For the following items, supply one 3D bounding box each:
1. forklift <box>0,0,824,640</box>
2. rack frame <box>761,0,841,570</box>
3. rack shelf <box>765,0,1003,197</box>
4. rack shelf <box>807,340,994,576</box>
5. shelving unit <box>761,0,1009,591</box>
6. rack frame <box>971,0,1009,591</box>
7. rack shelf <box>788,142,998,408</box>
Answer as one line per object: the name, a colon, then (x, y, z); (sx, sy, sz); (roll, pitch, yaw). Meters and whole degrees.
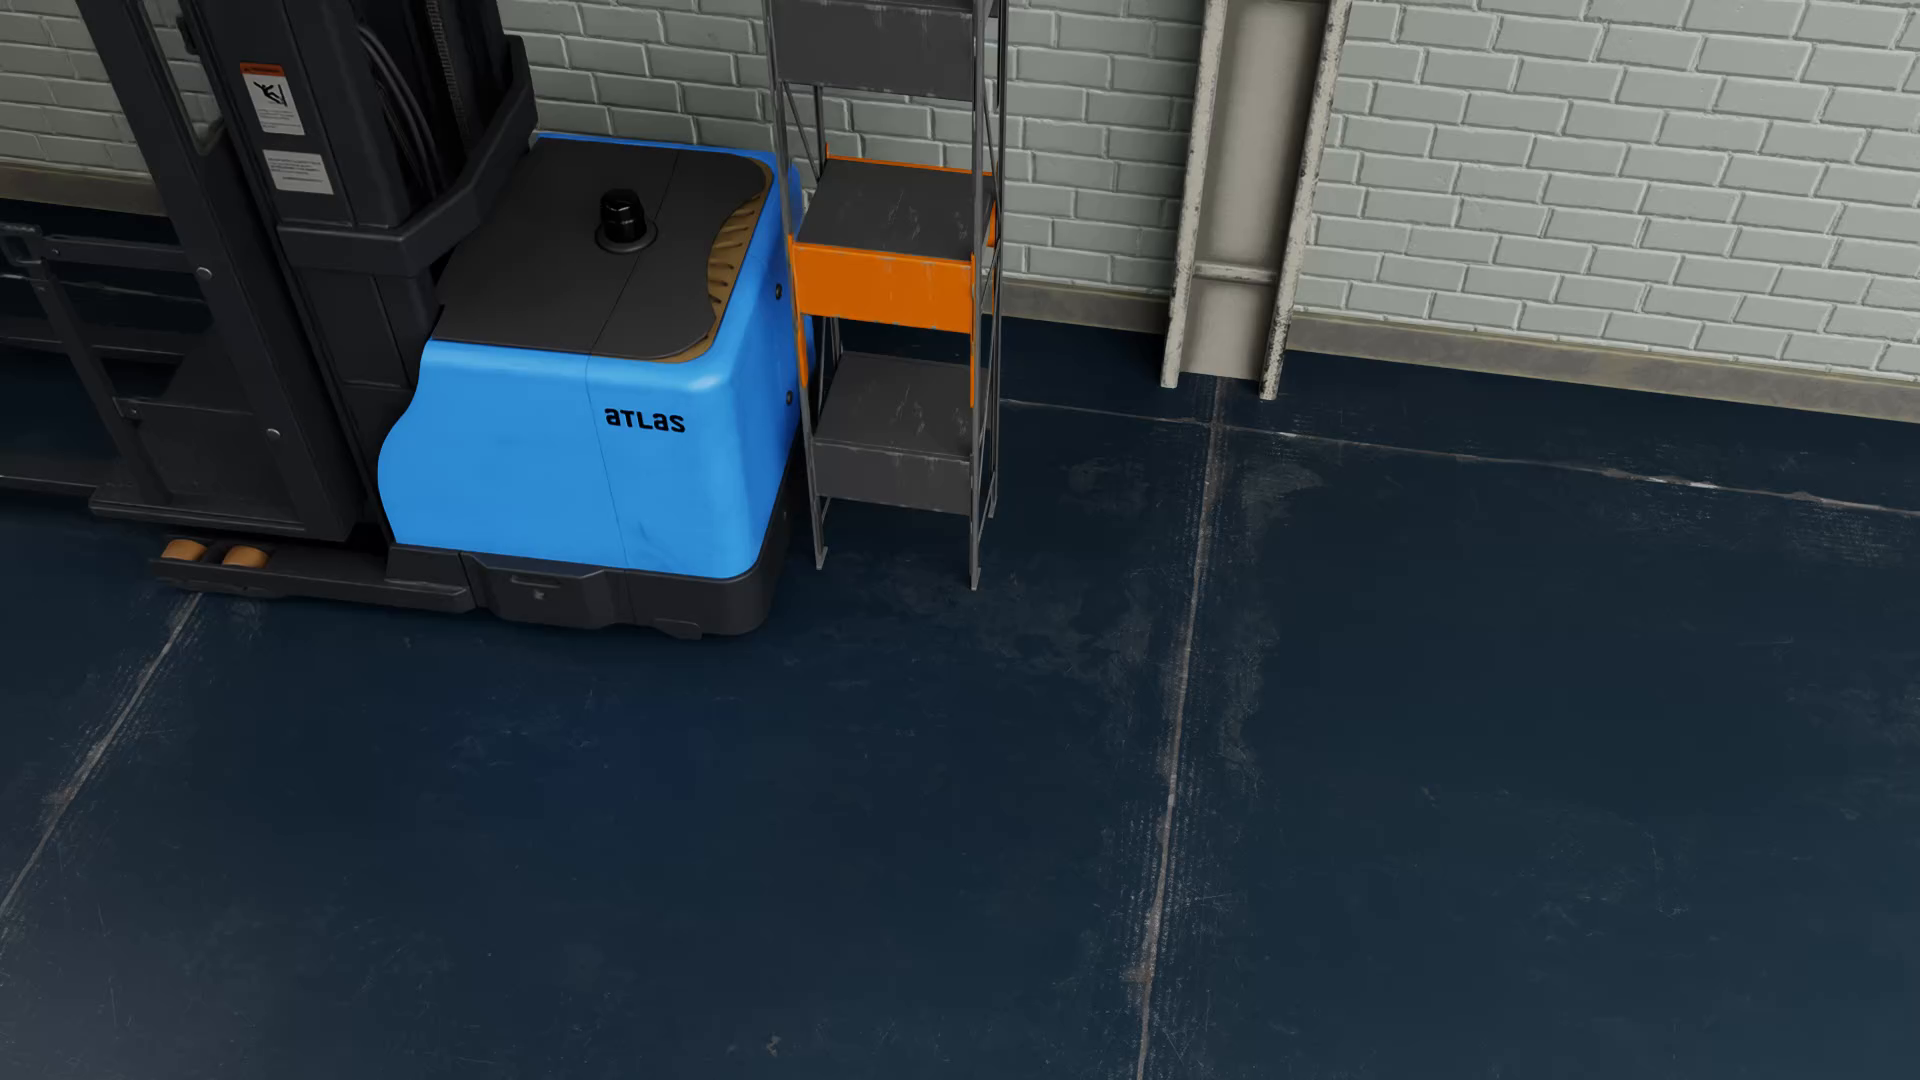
forklift: (-2.009, -1.187, 4.346); (3.031, 2.935, 1.130); (6, 48, 5)
rack frame: (-0.403, -0.756, 4.518); (0.015, 2.100, 0.400); (8, 49, 7)
rack shelf: (-0.163, -1.182, 3.978); (0.480, 0.518, 0.431); (8, 49, 7)
rack shelf: (-0.163, -0.247, 5.019); (0.480, 0.518, 0.431); (8, 49, 7)
shelving unit: (-0.163, -0.724, 4.489); (0.503, 2.100, 0.431); (8, 49, 7)
rack frame: (0.077, -0.691, 4.460); (0.015, 2.100, 0.400); (8, 49, 7)
rack shelf: (-0.163, -0.715, 4.499); (0.480, 0.518, 0.431); (8, 49, 7)
